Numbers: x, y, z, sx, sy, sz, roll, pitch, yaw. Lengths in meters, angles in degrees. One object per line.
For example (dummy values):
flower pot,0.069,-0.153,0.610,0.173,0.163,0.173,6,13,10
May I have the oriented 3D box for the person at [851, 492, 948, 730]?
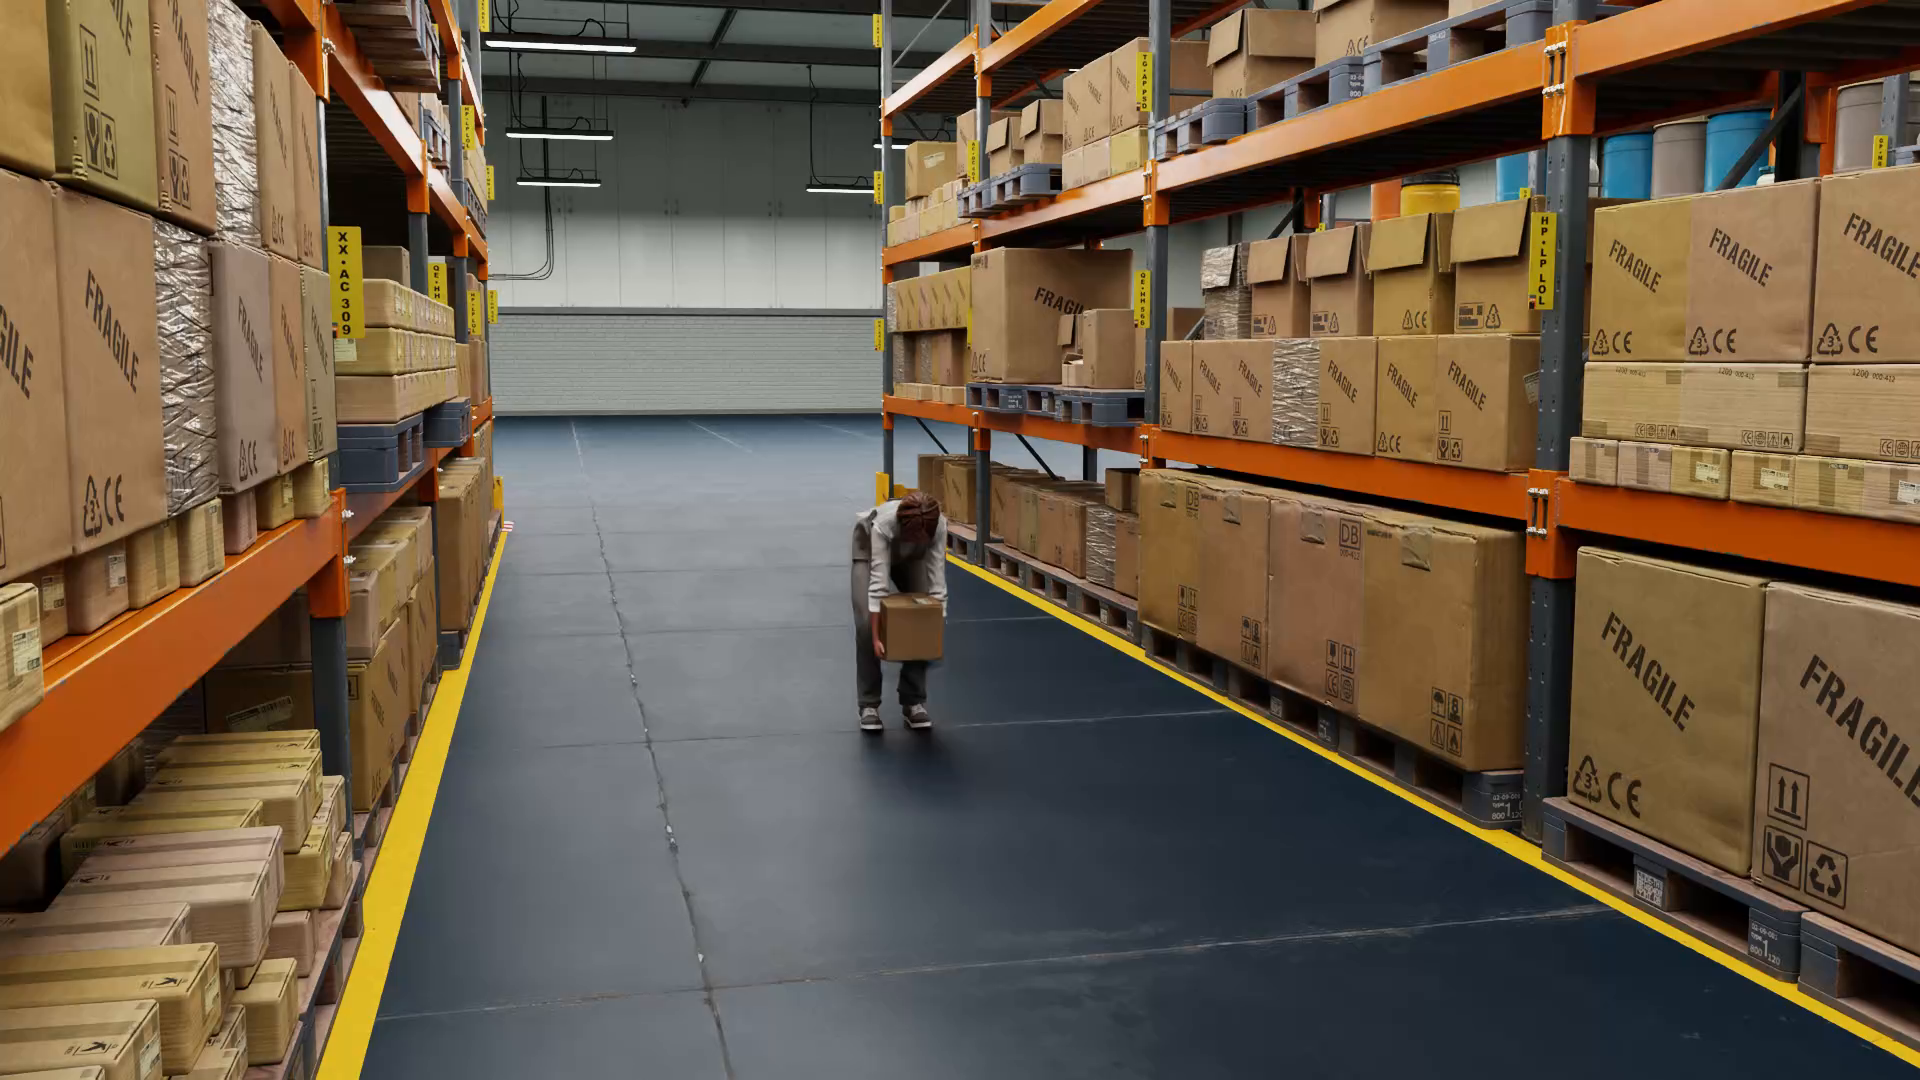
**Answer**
person,-0.261,0.327,7.524,0.385,1.139,0.848,-2,7,-15
